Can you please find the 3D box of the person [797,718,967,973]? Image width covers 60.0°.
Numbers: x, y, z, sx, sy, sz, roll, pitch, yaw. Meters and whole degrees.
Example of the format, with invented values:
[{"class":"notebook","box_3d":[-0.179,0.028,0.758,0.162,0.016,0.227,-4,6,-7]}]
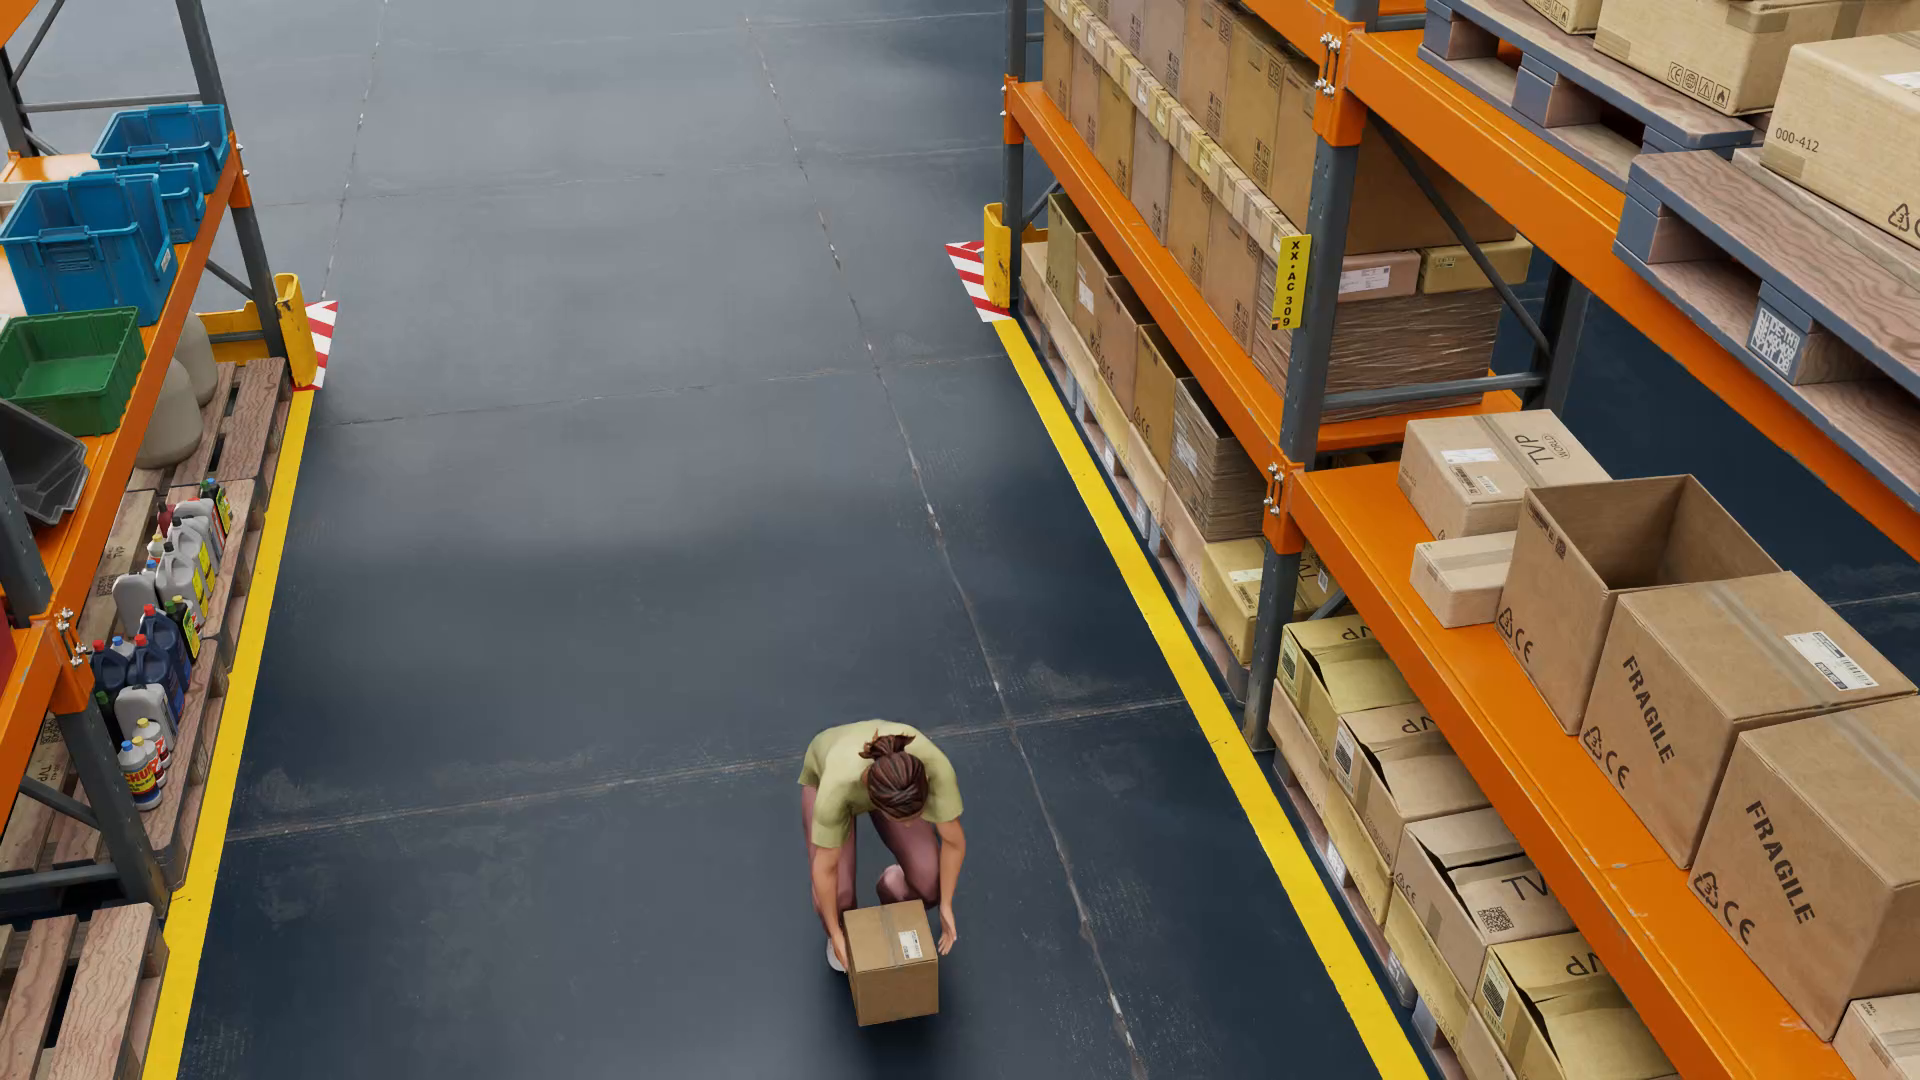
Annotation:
[{"class":"person","box_3d":[-0.255,0.928,5.332,0.494,1.069,0.758,-7,35,-11]}]
